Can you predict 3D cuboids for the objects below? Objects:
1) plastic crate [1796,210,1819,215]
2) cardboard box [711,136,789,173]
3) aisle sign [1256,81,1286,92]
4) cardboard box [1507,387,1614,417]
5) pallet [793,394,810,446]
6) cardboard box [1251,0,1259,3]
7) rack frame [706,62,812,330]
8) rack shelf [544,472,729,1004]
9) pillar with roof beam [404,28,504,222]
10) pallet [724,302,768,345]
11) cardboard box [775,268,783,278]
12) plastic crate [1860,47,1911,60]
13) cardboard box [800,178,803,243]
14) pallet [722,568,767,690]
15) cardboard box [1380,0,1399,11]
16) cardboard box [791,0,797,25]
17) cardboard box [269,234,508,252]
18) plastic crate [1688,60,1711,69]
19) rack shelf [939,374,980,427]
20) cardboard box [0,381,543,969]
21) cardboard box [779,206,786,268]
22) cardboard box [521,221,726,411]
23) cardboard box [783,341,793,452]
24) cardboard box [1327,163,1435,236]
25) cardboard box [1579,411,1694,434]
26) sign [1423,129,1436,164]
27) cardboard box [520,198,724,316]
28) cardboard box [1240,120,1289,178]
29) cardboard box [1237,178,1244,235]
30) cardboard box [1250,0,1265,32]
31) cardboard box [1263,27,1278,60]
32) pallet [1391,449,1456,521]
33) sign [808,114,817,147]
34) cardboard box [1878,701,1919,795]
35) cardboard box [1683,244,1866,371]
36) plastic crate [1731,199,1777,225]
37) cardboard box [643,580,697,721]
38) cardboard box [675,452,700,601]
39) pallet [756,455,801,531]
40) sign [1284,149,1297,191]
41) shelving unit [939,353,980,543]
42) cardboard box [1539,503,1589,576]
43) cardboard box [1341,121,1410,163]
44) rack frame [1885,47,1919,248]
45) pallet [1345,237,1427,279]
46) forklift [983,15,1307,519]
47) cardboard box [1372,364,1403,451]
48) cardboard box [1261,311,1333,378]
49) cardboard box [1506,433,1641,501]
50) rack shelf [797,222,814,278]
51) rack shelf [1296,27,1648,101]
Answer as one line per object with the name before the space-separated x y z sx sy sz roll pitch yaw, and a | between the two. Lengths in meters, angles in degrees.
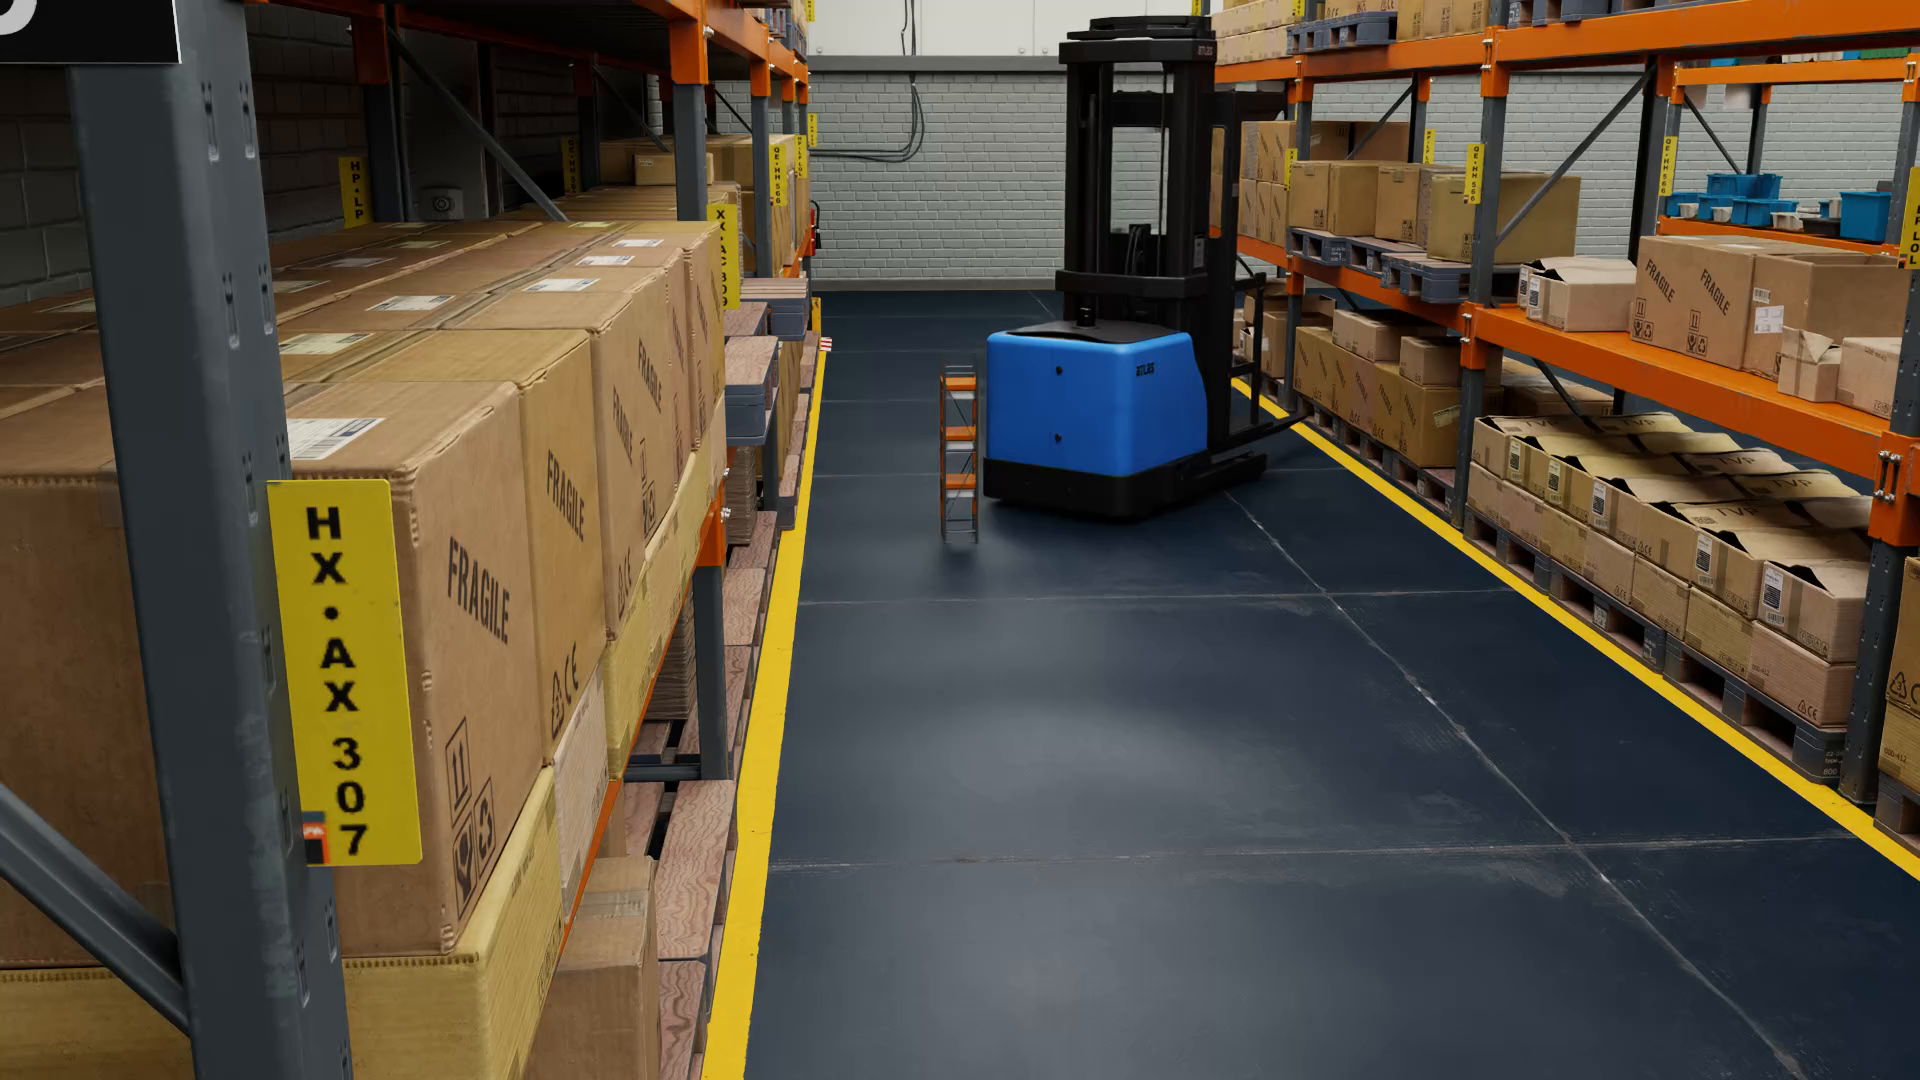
plastic crate | 8.172 -3.080 15.887 0.298 0.136 0.250 -1 14 -3
cardboard box | -1.444 -2.645 11.443 0.500 0.250 0.500 -1 14 -2
aisle sign | 3.216 -4.799 16.940 0.394 0.787 0.004 -1 14 -3
cardboard box | 3.667 -0.648 10.160 0.500 0.500 0.500 0 14 -1
pallet | -1.659 -0.904 12.618 1.003 0.211 1.213 -1 14 -3
cardboard box | 2.985 -5.002 14.719 0.700 0.500 0.500 -1 14 -3
rack frame | -2.030 -3.440 16.878 1.000 3.000 0.127 -1 14 -3
rack shelf | -1.162 0.390 3.436 1.077 0.370 4.000 -1 14 -3
pillar with roof beam | 1.980 -4.086 7.348 9.100 9.000 0.400 -1 14 -3
pallet | -1.370 -0.866 7.258 1.003 0.211 1.213 -1 14 -3
cardboard box | -1.262 -1.555 10.013 0.380 0.149 0.250 0 14 -2
plastic crate | 7.778 -4.049 13.650 0.450 0.188 0.662 -1 14 -3
cardboard box | -1.839 -2.908 14.206 0.980 0.700 0.700 -1 14 -5
pallet | -1.414 0.397 7.561 1.003 0.211 1.213 -1 14 -3
cardboard box | 3.205 -3.818 11.081 0.600 0.600 0.600 -1 15 -6
cardboard box | -1.561 -4.253 13.276 0.500 0.250 0.500 -1 14 -4
cardboard box | -1.437 -0.507 4.235 0.500 0.500 0.500 -1 14 -4
plastic crate | 7.604 -4.883 16.726 0.497 0.269 0.590 -1 14 -3
rack shelf | -0.003 -0.786 9.379 0.215 0.259 0.240 -1 14 -3
cardboard box | -0.768 0.115 1.815 0.500 0.500 0.500 -1 14 -3
cardboard box | -1.332 -1.908 10.085 0.500 0.500 0.500 0 14 -2
cardboard box | -0.948 -0.643 4.764 0.500 0.500 0.500 -1 14 -4
cardboard box | -1.496 -1.016 10.927 0.750 0.750 0.750 -1 14 -4
cardboard box | 3.074 -2.484 12.116 0.700 0.500 0.500 1 14 5
cardboard box | 3.688 -0.545 9.175 0.500 0.311 0.500 -1 14 -2
sign | 3.716 -3.093 13.205 0.100 0.325 0.005 -1 14 -3
cardboard box | -1.383 -1.147 6.881 0.700 0.500 0.500 1 14 4
cardboard box | 2.777 -3.555 15.118 0.500 0.500 0.500 -1 14 -4
cardboard box | 2.774 -3.074 15.255 0.500 0.500 0.500 -1 14 -3
cardboard box | 2.805 -4.511 14.316 0.500 0.250 0.500 -1 14 -3
cardboard box | 2.846 -4.144 13.896 0.500 0.250 0.500 -1 14 -3
pallet | 3.402 -0.364 10.518 1.003 0.211 1.213 -1 14 -3
sign | -1.487 -4.121 16.724 0.100 0.325 0.005 -1 14 -3
cardboard box | 3.384 0.715 5.404 0.500 0.250 0.500 -1 14 -3
cardboard box | 3.563 -1.029 7.304 0.500 0.500 0.500 -1 14 -3
plastic crate | 7.627 -3.147 15.955 0.416 0.233 0.300 -1 14 -3
cardboard box | -1.348 0.359 6.246 0.700 0.500 0.500 0 14 -2
cardboard box | -0.885 -0.031 3.888 0.500 0.250 0.500 -1 14 -4
pallet | -1.507 -0.298 10.260 1.003 0.211 1.213 -1 14 -3
sign | 2.621 -2.932 13.165 0.100 0.325 0.005 -1 14 -3
shelving unit | -0.003 -0.522 9.447 0.215 1.050 0.252 -1 14 -3
cardboard box | 3.220 -0.011 8.225 0.500 0.250 0.500 -1 14 -5
cardboard box | 3.414 -3.177 13.648 0.500 0.500 0.500 -1 14 -2
rack frame | 8.106 -2.599 13.606 1.000 3.000 0.127 -1 14 -3
pallet | 3.285 -1.919 11.350 1.003 0.211 1.213 -1 14 -3
forklift | 1.404 -1.860 10.872 1.130 2.935 3.031 10 17 34
cardboard box | 3.086 -0.888 11.093 0.500 0.500 0.500 -1 14 -5
cardboard box | 2.844 -1.663 14.103 0.500 0.500 0.500 -1 14 -3
cardboard box | 3.190 -0.406 8.636 0.500 0.311 0.500 -1 14 -5
rack shelf | -1.906 -2.595 15.035 1.077 0.370 4.000 -1 14 -3
rack shelf | 3.286 -3.130 11.095 1.077 0.370 4.000 -1 14 -3
